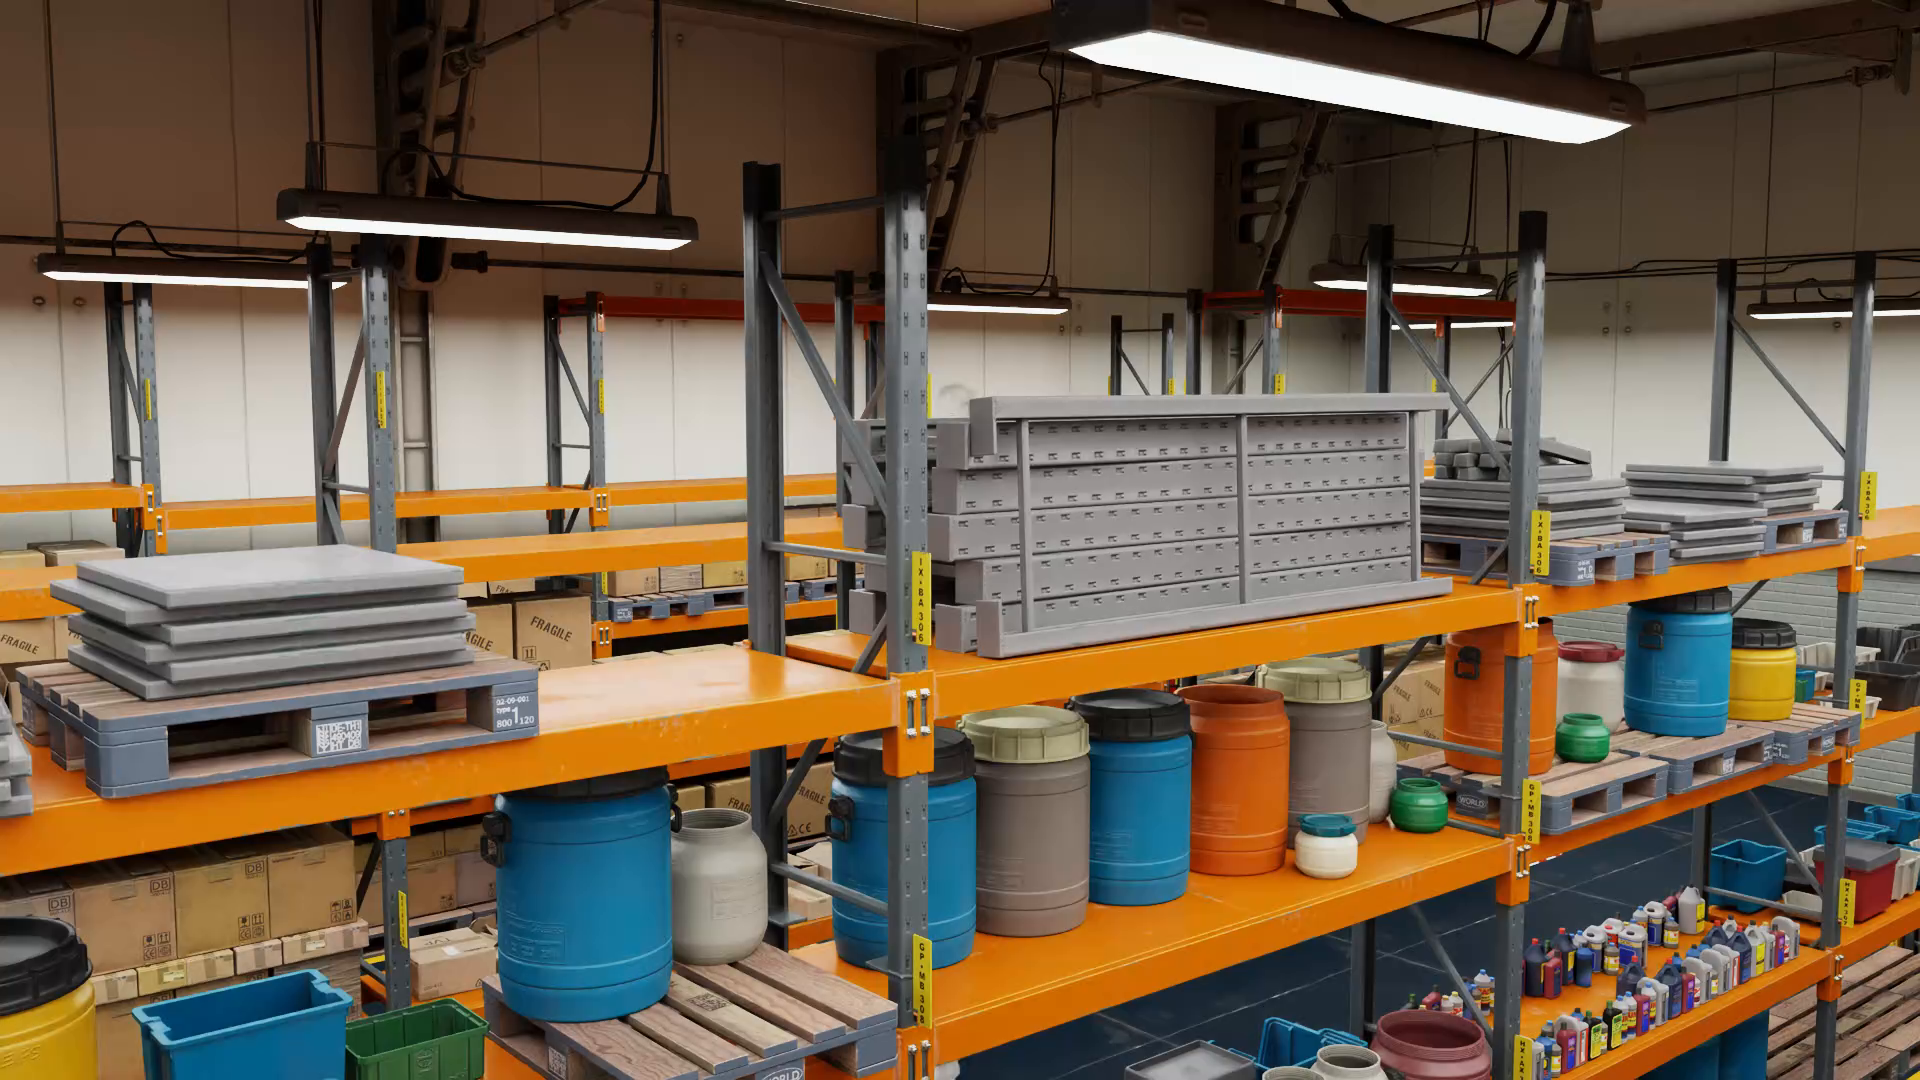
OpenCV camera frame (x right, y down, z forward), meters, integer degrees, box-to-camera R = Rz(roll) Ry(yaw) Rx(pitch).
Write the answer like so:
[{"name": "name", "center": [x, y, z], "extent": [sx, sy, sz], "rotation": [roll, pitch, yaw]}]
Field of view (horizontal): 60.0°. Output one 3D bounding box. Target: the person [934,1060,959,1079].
[{"name": "person", "center": [-0.233, 3.295, 10.238], "extent": [0.650, 1.736, 0.686], "rotation": [4, 7, 38]}]
